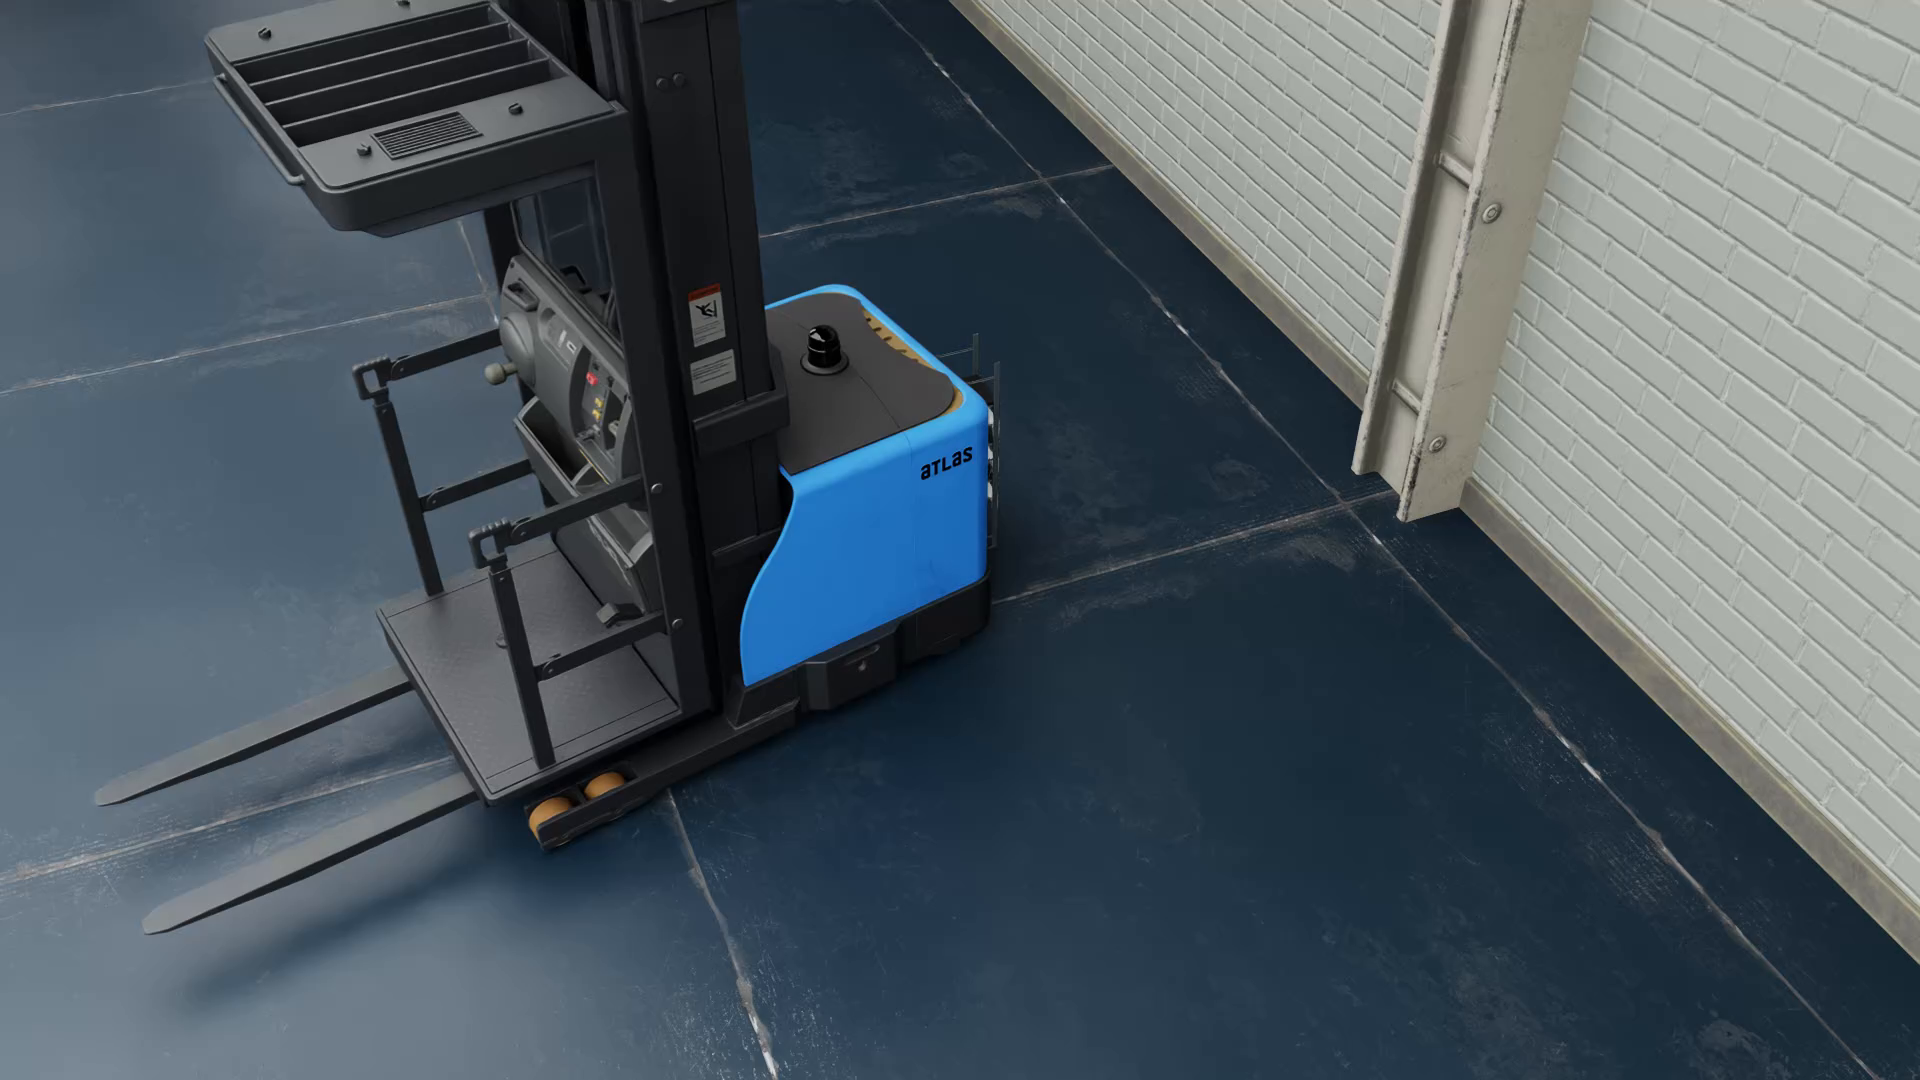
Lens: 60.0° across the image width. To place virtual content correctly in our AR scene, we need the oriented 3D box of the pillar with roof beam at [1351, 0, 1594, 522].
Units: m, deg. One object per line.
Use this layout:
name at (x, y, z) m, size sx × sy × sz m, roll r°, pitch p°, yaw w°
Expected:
pillar with roof beam at (-2.090, -2.567, 2.833) m, size 9.100 × 9.000 × 0.400 m, roll -15°, pitch 43°, yaw -17°

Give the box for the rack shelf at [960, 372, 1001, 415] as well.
rack shelf at (-0.003, -0.526, 6.308) m, size 0.258 × 0.077 × 0.200 m, roll -15°, pitch 43°, yaw -17°

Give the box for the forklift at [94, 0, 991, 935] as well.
forklift at (-1.394, -0.483, 5.063) m, size 3.031 × 2.935 × 1.130 m, roll -24°, pitch 46°, yaw -25°

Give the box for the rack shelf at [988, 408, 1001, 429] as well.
rack shelf at (-0.003, -0.457, 6.367) m, size 0.258 × 0.077 × 0.200 m, roll -15°, pitch 43°, yaw -17°

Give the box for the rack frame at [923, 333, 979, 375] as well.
rack frame at (-0.042, -0.407, 6.534) m, size 0.240 × 0.900 × 0.006 m, roll -15°, pitch 43°, yaw -17°

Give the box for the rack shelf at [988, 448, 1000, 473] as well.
rack shelf at (-0.003, -0.321, 6.484) m, size 0.258 × 0.077 × 0.200 m, roll -15°, pitch 43°, yaw -17°

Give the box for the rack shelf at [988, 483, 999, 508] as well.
rack shelf at (-0.003, -0.184, 6.601) m, size 0.258 × 0.077 × 0.200 m, roll -15°, pitch 43°, yaw -17°

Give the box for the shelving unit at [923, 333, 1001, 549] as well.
shelving unit at (-0.003, -0.346, 6.462) m, size 0.258 × 0.900 × 0.210 m, roll -15°, pitch 43°, yaw -17°

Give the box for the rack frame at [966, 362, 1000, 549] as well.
rack frame at (0.036, -0.285, 6.391) m, size 0.240 × 0.900 × 0.006 m, roll -15°, pitch 43°, yaw -17°

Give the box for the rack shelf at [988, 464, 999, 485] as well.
rack shelf at (-0.003, -0.253, 6.543) m, size 0.258 × 0.077 × 0.200 m, roll -15°, pitch 43°, yaw -17°

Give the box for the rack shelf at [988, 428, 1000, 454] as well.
rack shelf at (-0.003, -0.389, 6.425) m, size 0.258 × 0.077 × 0.200 m, roll -15°, pitch 43°, yaw -17°
